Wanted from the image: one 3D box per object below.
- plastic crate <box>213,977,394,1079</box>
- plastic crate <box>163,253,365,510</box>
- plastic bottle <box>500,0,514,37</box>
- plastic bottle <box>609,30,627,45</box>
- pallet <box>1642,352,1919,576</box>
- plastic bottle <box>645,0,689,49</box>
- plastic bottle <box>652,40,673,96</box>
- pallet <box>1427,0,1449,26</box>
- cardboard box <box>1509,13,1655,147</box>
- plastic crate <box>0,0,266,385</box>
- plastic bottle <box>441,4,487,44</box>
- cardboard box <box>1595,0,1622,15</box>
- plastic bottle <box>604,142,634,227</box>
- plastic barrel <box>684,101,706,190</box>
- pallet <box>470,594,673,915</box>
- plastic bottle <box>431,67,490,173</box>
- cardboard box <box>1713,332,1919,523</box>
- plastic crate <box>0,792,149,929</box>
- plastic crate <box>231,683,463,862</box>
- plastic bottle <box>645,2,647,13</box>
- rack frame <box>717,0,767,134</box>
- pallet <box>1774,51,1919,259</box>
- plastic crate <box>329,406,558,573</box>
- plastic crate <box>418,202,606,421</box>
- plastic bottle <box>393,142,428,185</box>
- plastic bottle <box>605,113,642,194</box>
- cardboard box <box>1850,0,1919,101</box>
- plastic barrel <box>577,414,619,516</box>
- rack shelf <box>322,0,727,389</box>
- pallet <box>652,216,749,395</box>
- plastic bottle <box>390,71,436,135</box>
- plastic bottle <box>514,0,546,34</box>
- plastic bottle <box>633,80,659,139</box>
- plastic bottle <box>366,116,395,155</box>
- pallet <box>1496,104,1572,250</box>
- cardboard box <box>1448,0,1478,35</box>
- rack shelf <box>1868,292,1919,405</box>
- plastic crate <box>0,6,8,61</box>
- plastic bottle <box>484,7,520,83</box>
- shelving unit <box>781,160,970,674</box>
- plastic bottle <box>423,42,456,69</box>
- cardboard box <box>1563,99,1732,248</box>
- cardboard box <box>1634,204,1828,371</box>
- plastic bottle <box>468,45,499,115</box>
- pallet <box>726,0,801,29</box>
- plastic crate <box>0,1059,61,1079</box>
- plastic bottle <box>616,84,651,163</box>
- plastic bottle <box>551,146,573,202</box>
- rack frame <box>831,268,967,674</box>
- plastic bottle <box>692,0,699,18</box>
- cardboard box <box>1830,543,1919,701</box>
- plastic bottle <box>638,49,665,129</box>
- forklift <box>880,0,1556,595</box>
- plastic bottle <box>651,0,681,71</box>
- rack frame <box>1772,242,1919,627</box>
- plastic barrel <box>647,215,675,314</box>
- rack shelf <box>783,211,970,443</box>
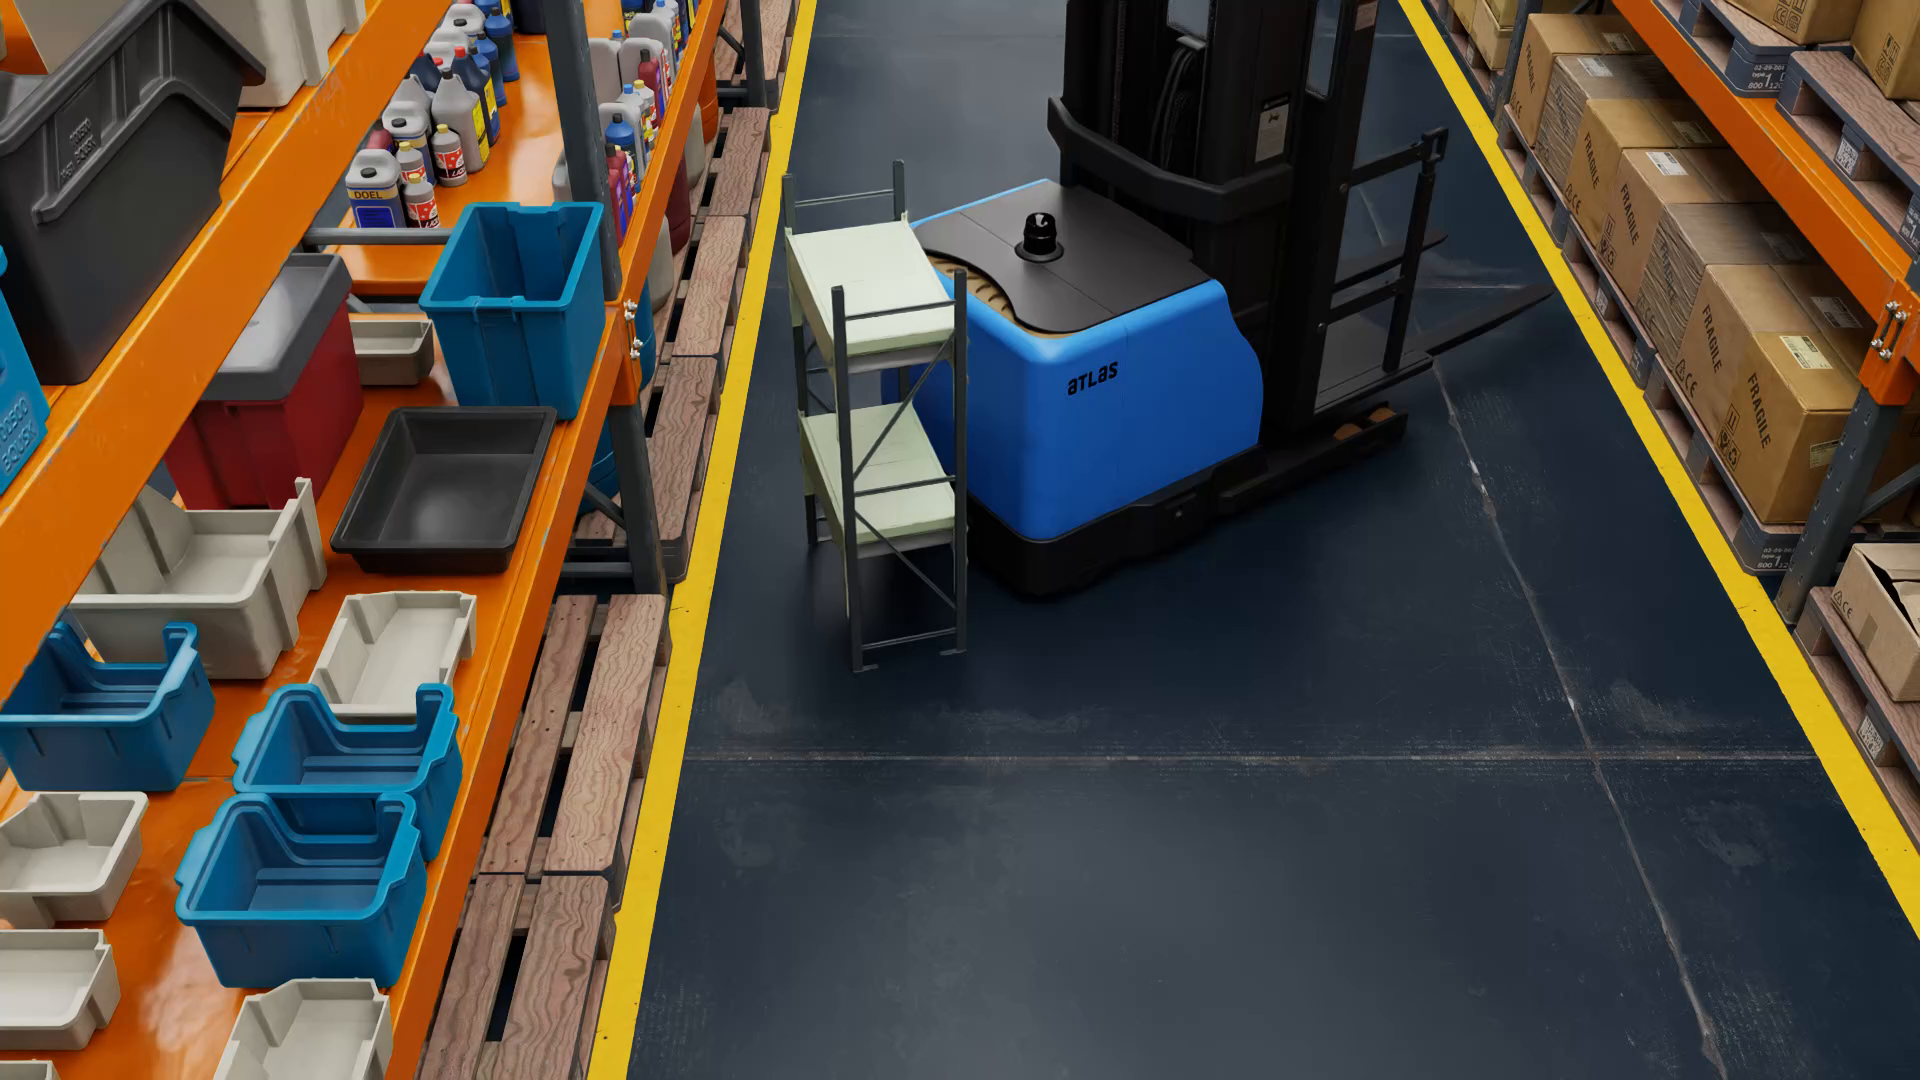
[{"bbox_3d":[-1.125,0.900,2.892,0.250,0.136,0.298,0,39,0],"label":"plastic crate"},{"bbox_3d":[-1.790,-0.392,4.241,0.402,0.464,0.583,0,39,0],"label":"plastic crate"},{"bbox_3d":[-1.869,-2.146,6.569,0.144,0.351,0.185,0,39,0],"label":"plastic bottle"},{"bbox_3d":[-1.285,-1.826,6.289,0.097,0.201,0.097,0,39,0],"label":"plastic bottle"},{"bbox_3d":[3.375,-0.323,6.485,1.003,0.211,1.213,0,39,0],"label":"pallet"},{"bbox_3d":[-1.157,-2.118,6.534,0.144,0.351,0.185,0,39,0],"label":"plastic bottle"},{"bbox_3d":[-1.133,-1.766,6.213,0.097,0.201,0.097,0,39,0],"label":"plastic bottle"},{"bbox_3d":[3.449,-3.592,10.564,1.003,0.211,1.213,0,39,0],"label":"pallet"},{"bbox_3d":[3.124,-2.316,8.388,0.500,0.500,0.500,2,39,2],"label":"cardboard box"},{"bbox_3d":[-1.262,-0.502,2.129,0.504,0.338,0.767,0,39,0],"label":"plastic crate"},{"bbox_3d":[-1.865,-1.873,6.287,0.152,0.276,0.135,0,39,0],"label":"plastic bottle"},{"bbox_3d":[3.702,-3.042,9.062,0.500,0.311,0.500,1,39,1],"label":"cardboard box"},{"bbox_3d":[-1.114,-1.169,5.404,0.061,0.283,0.133,0,39,0],"label":"plastic bottle"},{"bbox_3d":[-1.437,-1.937,7.922,0.421,0.512,0.421,0,39,0],"label":"plastic barrel"},{"bbox_3d":[-1.500,0.646,5.275,1.003,0.211,1.213,0,39,0],"label":"pallet"},{"bbox_3d":[-1.724,-1.457,5.709,0.144,0.351,0.185,0,39,0],"label":"plastic bottle"},{"bbox_3d":[3.126,-0.408,6.007,0.500,0.500,0.500,0,39,0],"label":"cardboard box"},{"bbox_3d":[-1.747,0.629,3.230,0.298,0.136,0.250,0,39,0],"label":"plastic crate"},{"bbox_3d":[-1.208,0.476,3.343,0.416,0.233,0.300,0,39,0],"label":"plastic crate"},{"bbox_3d":[-1.260,-2.275,6.783,0.061,0.283,0.133,0,39,0],"label":"plastic bottle"},{"bbox_3d":[-1.544,-3.403,8.098,1.000,3.000,0.127,0,39,0],"label":"rack frame"},{"bbox_3d":[3.522,-1.328,5.662,1.003,0.211,1.213,0,39,0],"label":"pallet"},{"bbox_3d":[-1.270,-0.118,4.171,0.437,0.125,0.590,0,39,0],"label":"plastic crate"},{"bbox_3d":[-1.198,-0.627,4.599,0.392,0.384,0.575,0,39,0],"label":"plastic crate"},{"bbox_3d":[-1.830,-1.226,5.541,0.097,0.201,0.097,0,39,0],"label":"plastic bottle"},{"bbox_3d":[-1.132,-1.298,5.573,0.097,0.271,0.097,0,39,0],"label":"plastic bottle"},{"bbox_3d":[3.573,-1.832,5.722,0.700,0.500,0.500,6,39,7],"label":"cardboard box"},{"bbox_3d":[-1.523,-0.587,5.926,0.600,0.901,0.708,0,39,0],"label":"plastic barrel"},{"bbox_3d":[-1.542,-1.872,6.762,1.077,0.370,4.000,0,39,0],"label":"rack shelf"},{"bbox_3d":[-1.503,-1.061,7.405,1.003,0.211,1.213,0,39,0],"label":"pallet"},{"bbox_3d":[-1.868,-1.457,5.709,0.144,0.351,0.185,0,39,0],"label":"plastic bottle"},{"bbox_3d":[-1.717,-2.230,6.674,0.144,0.351,0.185,0,39,0],"label":"plastic bottle"},{"bbox_3d":[-1.133,-1.537,5.928,0.097,0.201,0.097,0,39,0],"label":"plastic bottle"},{"bbox_3d":[-1.909,-1.247,5.501,0.061,0.283,0.133,0,39,0],"label":"plastic bottle"},{"bbox_3d":[3.372,-1.849,8.389,1.003,0.211,1.213,0,39,0],"label":"pallet"},{"bbox_3d":[3.160,-3.146,9.641,0.500,0.250,0.500,0,39,-1],"label":"cardboard box"},{"bbox_3d":[3.416,0.628,3.642,1.077,0.370,4.000,0,39,0],"label":"rack shelf"},{"bbox_3d":[-1.786,-0.760,2.612,0.437,0.136,0.530,0,39,0],"label":"plastic crate"},{"bbox_3d":[-1.740,-1.883,6.303,0.097,0.271,0.097,0,39,0],"label":"plastic bottle"},{"bbox_3d":[-0.275,-0.387,5.534,0.431,1.500,0.755,-10,40,-12],"label":"shelving unit"},{"bbox_3d":[-1.864,-1.643,6.001,0.152,0.276,0.135,0,39,0],"label":"plastic bottle"},{"bbox_3d":[3.126,-1.675,7.588,0.500,0.500,0.500,-1,39,-1],"label":"cardboard box"},{"bbox_3d":[3.134,-1.030,6.784,0.500,0.500,0.500,0,39,1],"label":"cardboard box"},{"bbox_3d":[-1.740,-1.653,6.017,0.097,0.271,0.097,0,39,0],"label":"plastic bottle"},{"bbox_3d":[-1.505,-3.560,10.524,1.003,0.211,1.213,0,39,0],"label":"pallet"},{"bbox_3d":[-1.703,0.988,2.781,0.396,0.136,0.243,0,39,0],"label":"plastic crate"},{"bbox_3d":[-1.132,-1.443,5.754,0.097,0.271,0.097,0,39,0],"label":"plastic bottle"},{"bbox_3d":[-1.216,-1.128,5.299,0.144,0.351,0.185,0,39,0],"label":"plastic bottle"},{"bbox_3d":[-0.174,-0.167,5.259,0.400,1.500,0.023,-10,40,-12],"label":"rack frame"},{"bbox_3d":[-1.157,-2.317,6.782,0.144,0.351,0.185,0,39,0],"label":"plastic bottle"},{"bbox_3d":[3.198,0.237,5.354,0.500,0.311,0.500,0,39,0],"label":"cardboard box"},{"bbox_3d":[-1.115,-1.641,5.993,0.061,0.283,0.133,0,39,0],"label":"plastic bottle"},{"bbox_3d":[1.180,-1.684,6.008,3.031,2.935,1.130,-24,45,-27],"label":"forklift"},{"bbox_3d":[-1.133,-1.938,6.372,0.097,0.271,0.097,0,39,0],"label":"plastic bottle"},{"bbox_3d":[3.414,-0.903,4.978,1.000,3.000,0.127,0,39,0],"label":"rack frame"},{"bbox_3d":[-1.435,-1.231,7.041,0.421,0.512,0.421,0,39,0],"label":"plastic barrel"},{"bbox_3d":[-0.275,-0.692,5.290,0.431,0.370,0.720,-10,40,-12],"label":"rack shelf"}]
